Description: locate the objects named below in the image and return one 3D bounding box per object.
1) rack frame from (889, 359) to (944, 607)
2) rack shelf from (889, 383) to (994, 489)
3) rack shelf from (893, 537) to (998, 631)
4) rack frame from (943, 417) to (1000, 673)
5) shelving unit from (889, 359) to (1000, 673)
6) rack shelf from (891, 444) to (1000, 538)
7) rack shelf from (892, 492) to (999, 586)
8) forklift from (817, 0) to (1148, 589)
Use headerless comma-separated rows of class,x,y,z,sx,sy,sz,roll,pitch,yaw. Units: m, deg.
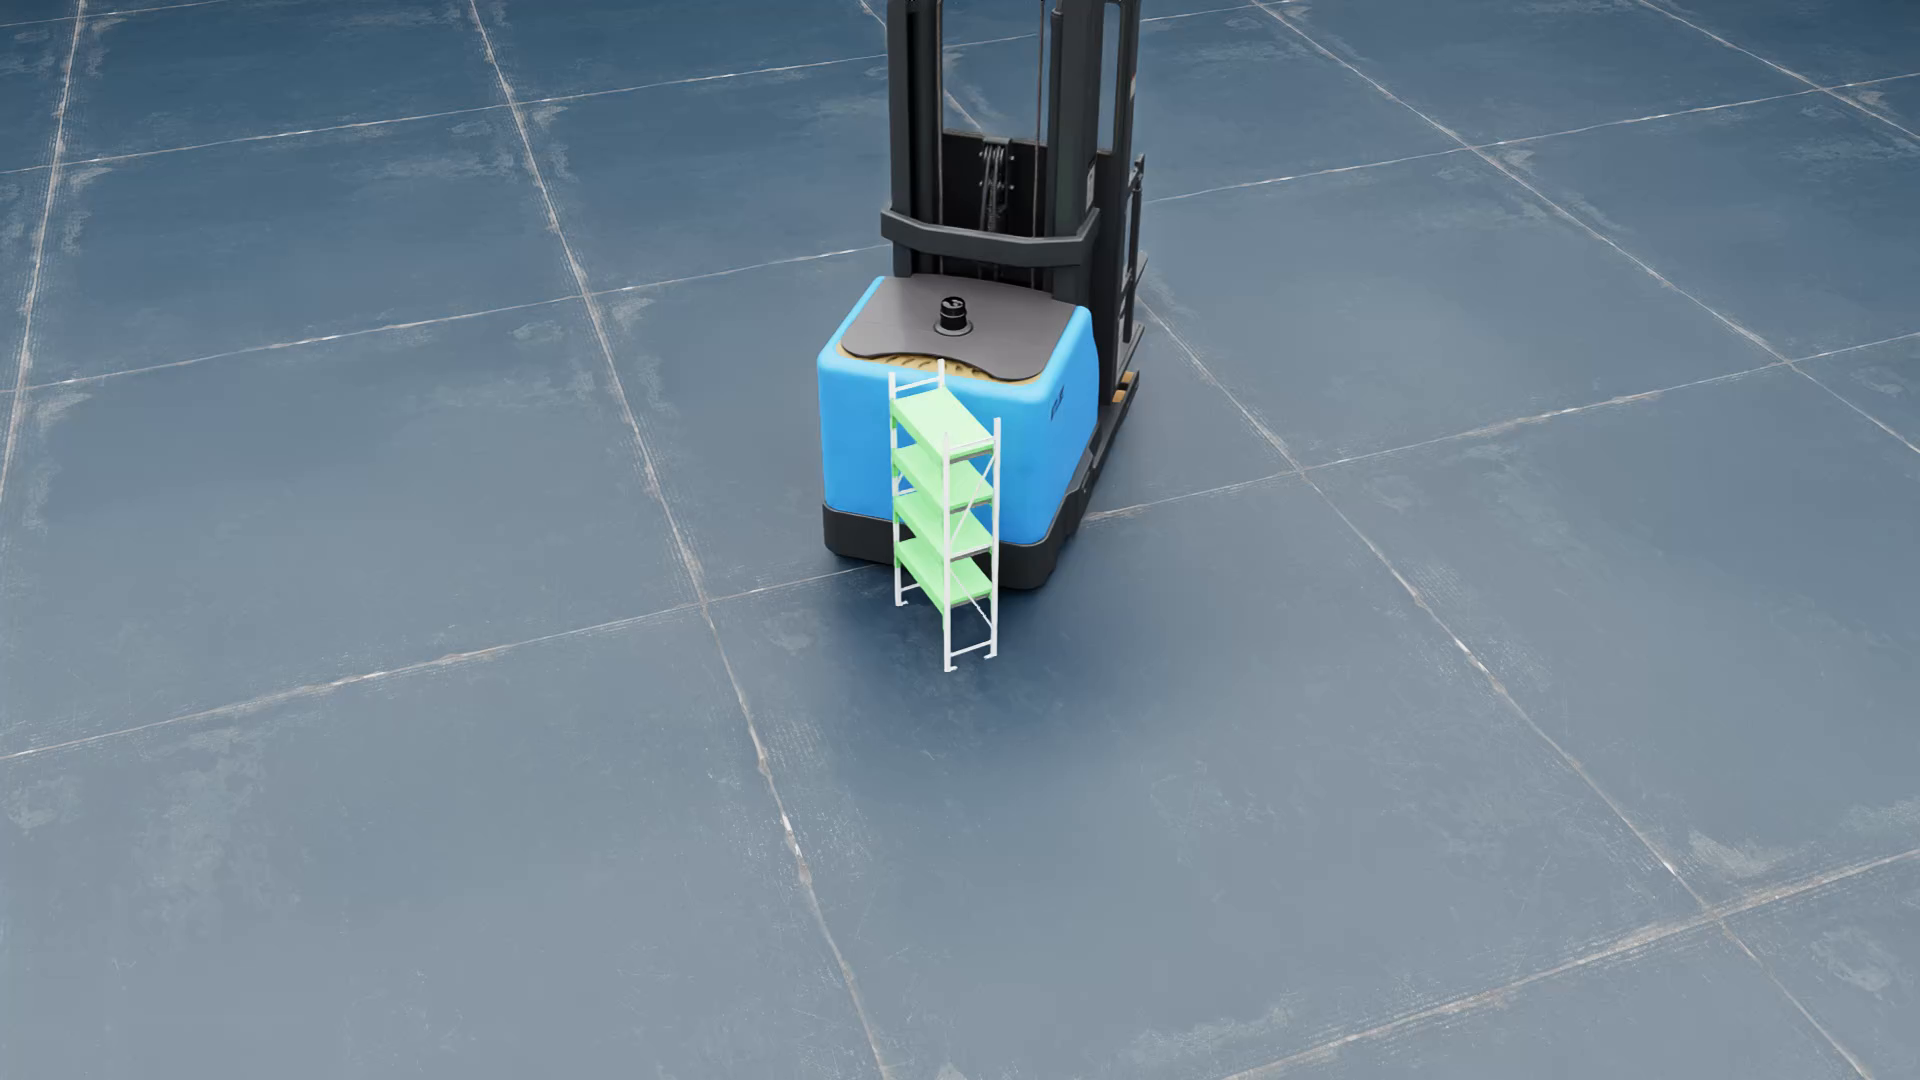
rack frame,-0.174,-0.218,7.042,0.240,1.200,0.015,-17,40,-21
rack shelf,-0.065,-0.419,6.617,0.258,0.148,0.480,-17,40,-21
rack shelf,-0.065,0.156,7.051,0.258,0.148,0.480,-17,40,-21
rack frame,0.045,0.045,6.694,0.240,1.200,0.015,-17,40,-21
shelving unit,-0.065,-0.087,6.868,0.258,1.200,0.503,-17,40,-21
rack shelf,-0.065,-0.227,6.762,0.258,0.148,0.480,-17,40,-21
rack shelf,-0.065,-0.036,6.906,0.258,0.148,0.480,-17,40,-21
forklift,0.305,-1.842,7.759,1.130,2.935,3.031,11,38,14
